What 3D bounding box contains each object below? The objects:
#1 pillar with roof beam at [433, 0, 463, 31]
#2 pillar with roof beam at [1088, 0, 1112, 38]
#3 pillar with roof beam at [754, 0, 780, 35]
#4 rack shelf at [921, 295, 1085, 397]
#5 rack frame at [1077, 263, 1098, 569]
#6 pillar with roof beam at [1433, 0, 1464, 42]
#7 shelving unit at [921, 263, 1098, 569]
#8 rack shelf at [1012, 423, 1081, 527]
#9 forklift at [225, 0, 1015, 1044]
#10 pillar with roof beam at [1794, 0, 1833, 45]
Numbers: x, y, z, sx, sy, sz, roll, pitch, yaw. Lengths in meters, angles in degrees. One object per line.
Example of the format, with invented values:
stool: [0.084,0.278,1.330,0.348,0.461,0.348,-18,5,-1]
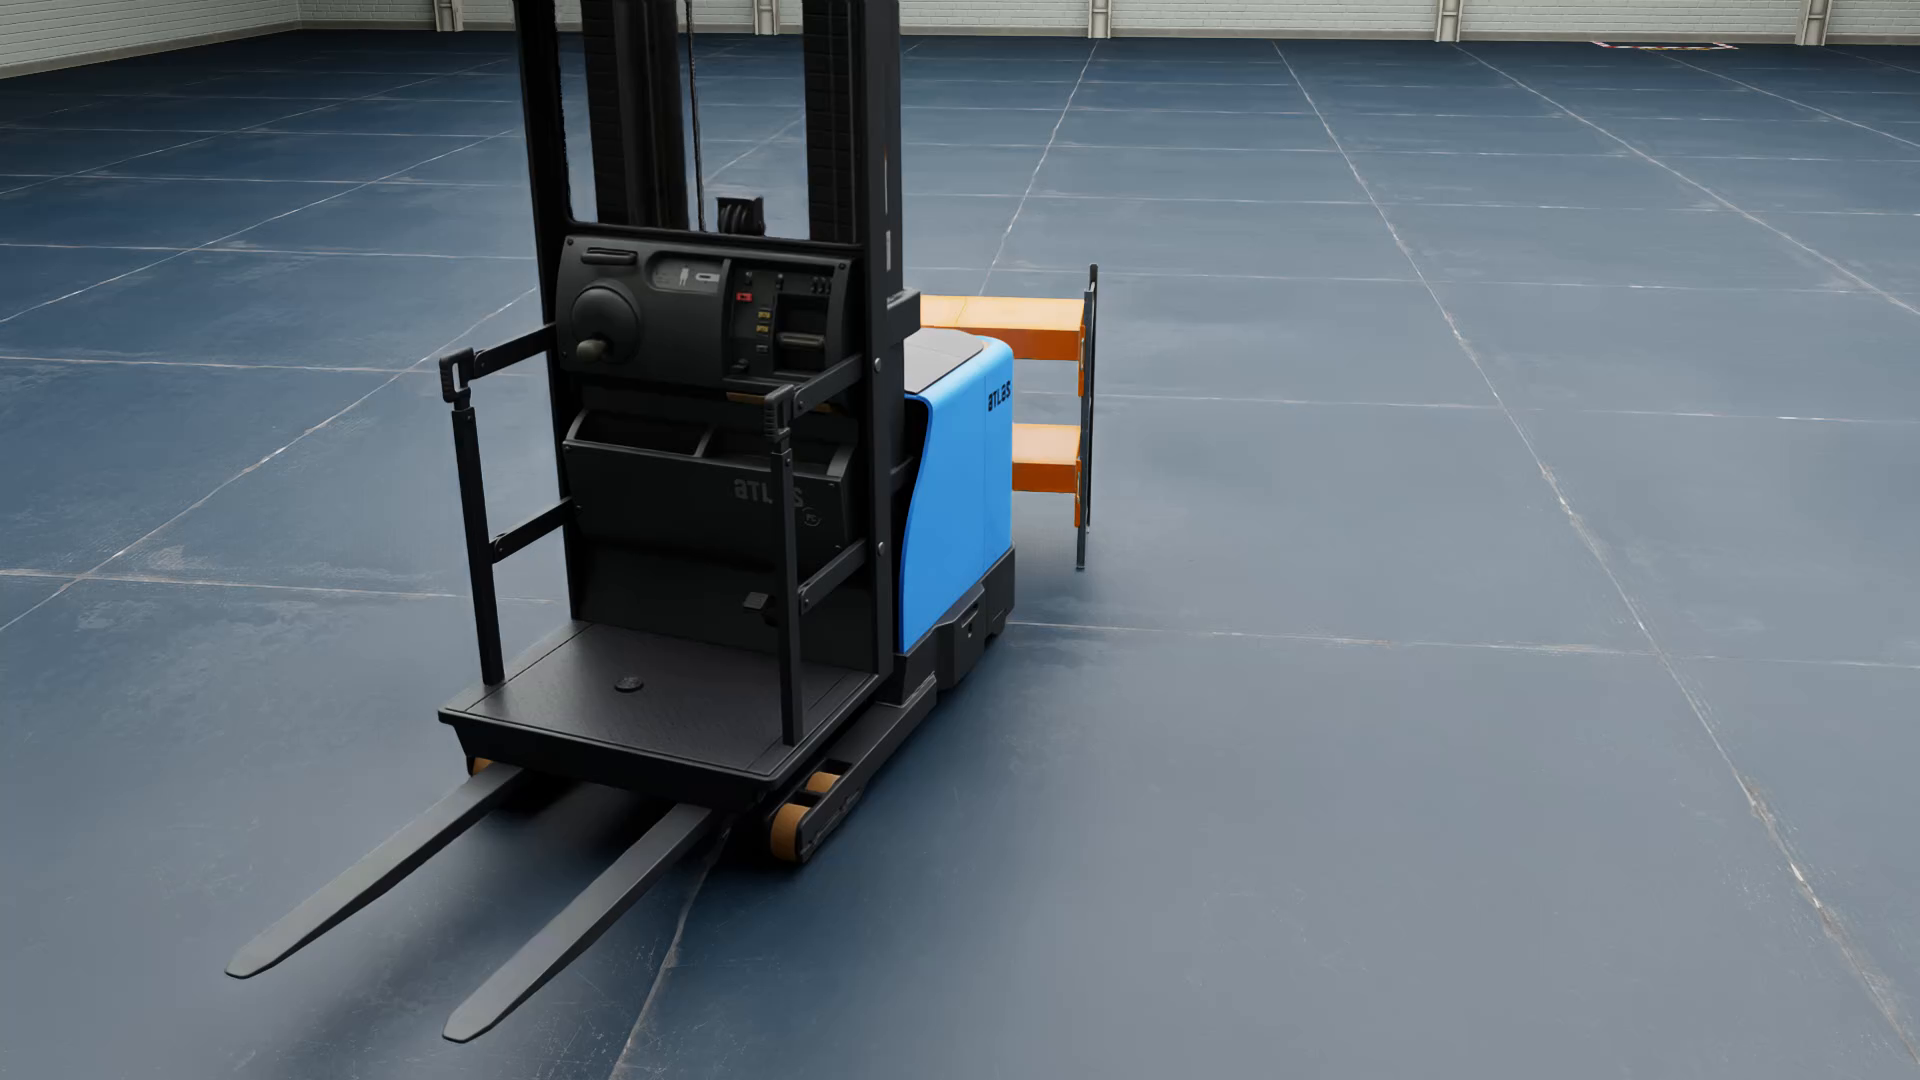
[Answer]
pillar with roof beam: [-9.949,-12.050,25.178,0.400,9.000,9.100,2,22,6]
pillar with roof beam: [1.967,-11.530,23.865,0.400,9.000,9.100,2,22,6]
pillar with roof beam: [-3.991,-11.790,24.522,0.400,9.000,9.100,2,22,6]
rack shelf: [0.007,-0.795,6.625,1.000,0.278,0.538,2,22,6]
rack frame: [0.512,-0.501,6.677,0.032,1.125,0.500,2,22,6]
pillar with roof beam: [7.926,-11.271,23.209,0.400,9.000,9.100,2,22,6]
shelving unit: [0.007,-0.523,6.732,1.048,1.125,0.538,2,22,6]
rack shelf: [0.007,-0.295,6.822,1.000,0.278,0.538,2,22,6]
forklift: [-0.818,-0.633,4.555,1.130,2.935,3.031,8,23,20]
pillar with roof beam: [13.884,-11.011,22.552,0.400,9.000,9.100,2,22,6]
